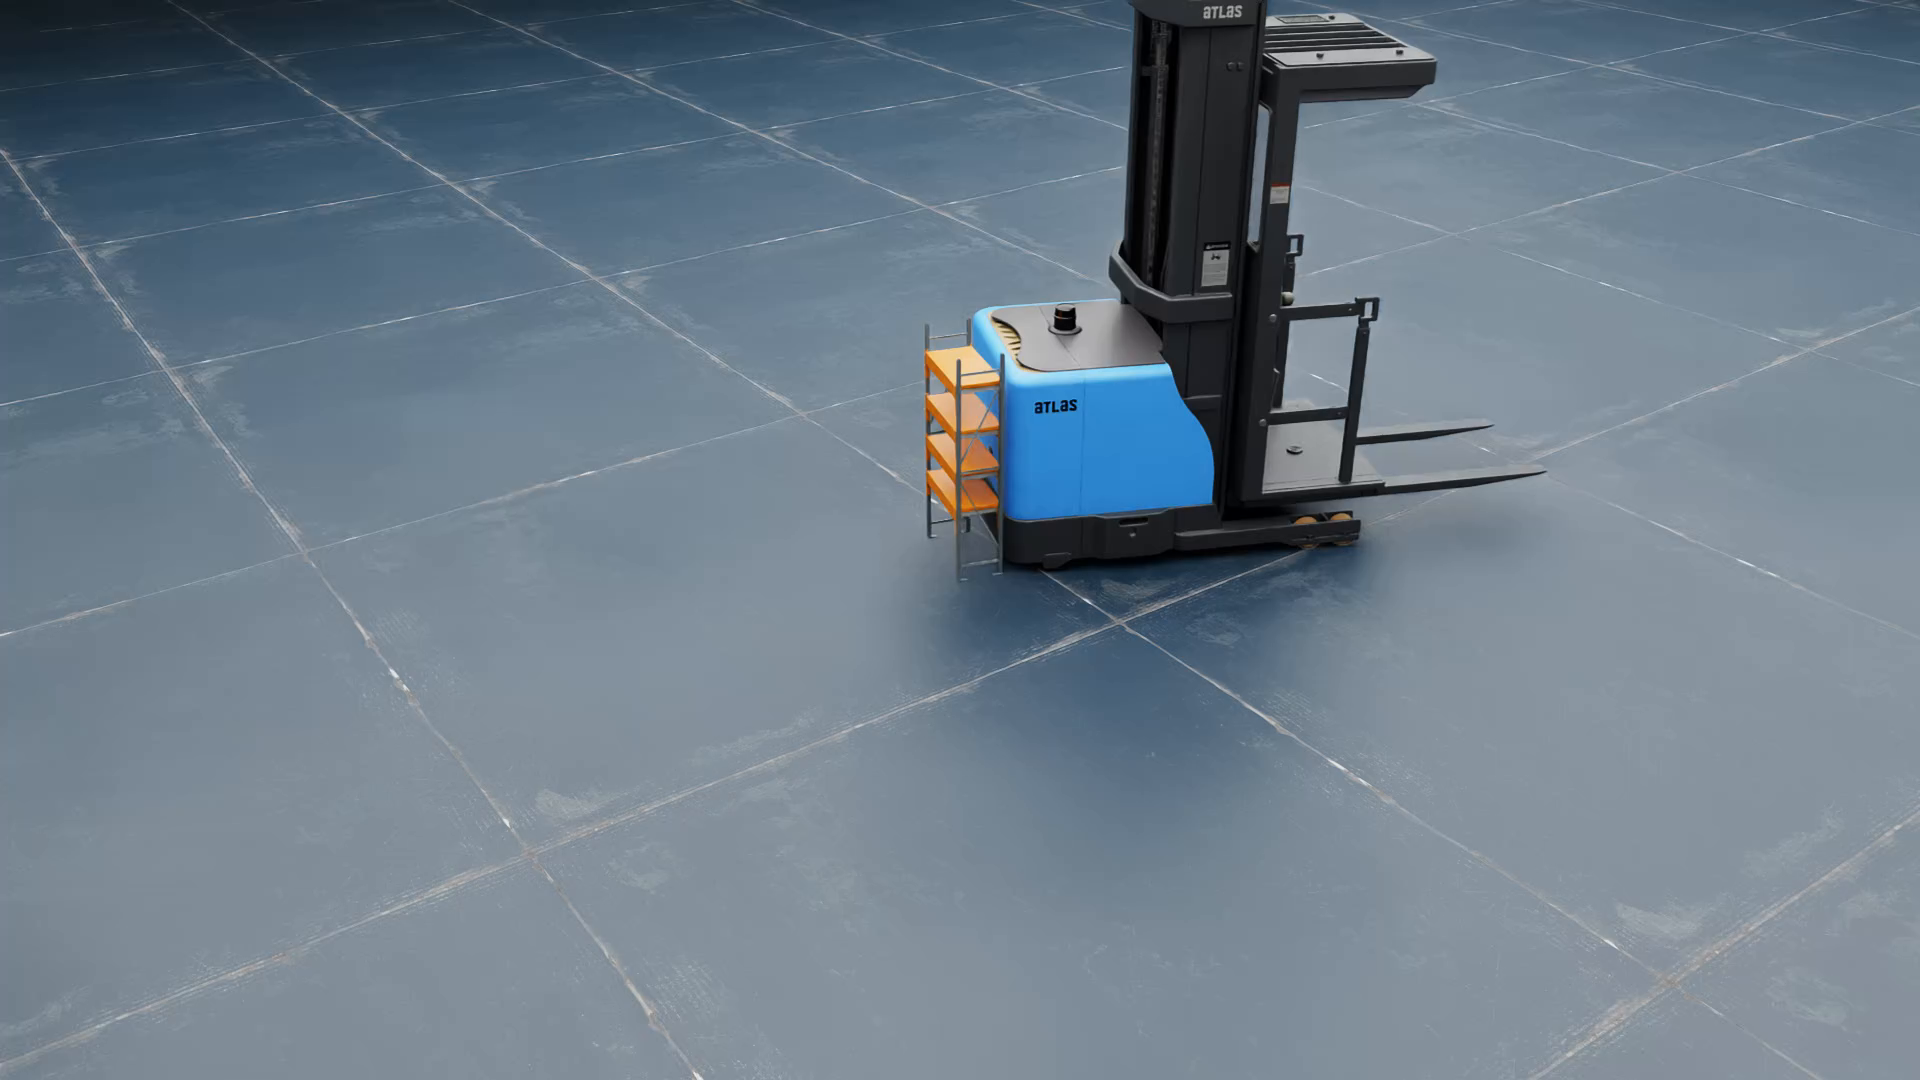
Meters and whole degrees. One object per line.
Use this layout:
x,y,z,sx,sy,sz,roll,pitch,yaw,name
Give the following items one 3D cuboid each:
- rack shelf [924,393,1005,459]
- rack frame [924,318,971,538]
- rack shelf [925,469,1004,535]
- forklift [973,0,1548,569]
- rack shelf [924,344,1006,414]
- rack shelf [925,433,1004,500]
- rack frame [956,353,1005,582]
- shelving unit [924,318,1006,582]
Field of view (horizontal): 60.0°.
0.019,-0.584,8.241,0.258,0.148,0.480,-9,30,-16,rack shelf
-0.059,-0.557,8.518,0.240,1.200,0.015,-9,30,-16,rack frame
0.019,-0.213,8.442,0.258,0.148,0.480,-9,30,-16,rack shelf
1.623,-1.481,8.407,3.031,2.935,1.130,-5,29,-10,forklift
0.019,-0.792,8.128,0.258,0.148,0.480,-9,30,-16,rack shelf
0.019,-0.388,8.347,0.258,0.148,0.480,-9,30,-16,rack shelf
0.098,-0.336,8.112,0.240,1.200,0.015,-9,30,-16,rack frame
0.019,-0.447,8.315,0.258,1.200,0.503,-9,30,-16,shelving unit
